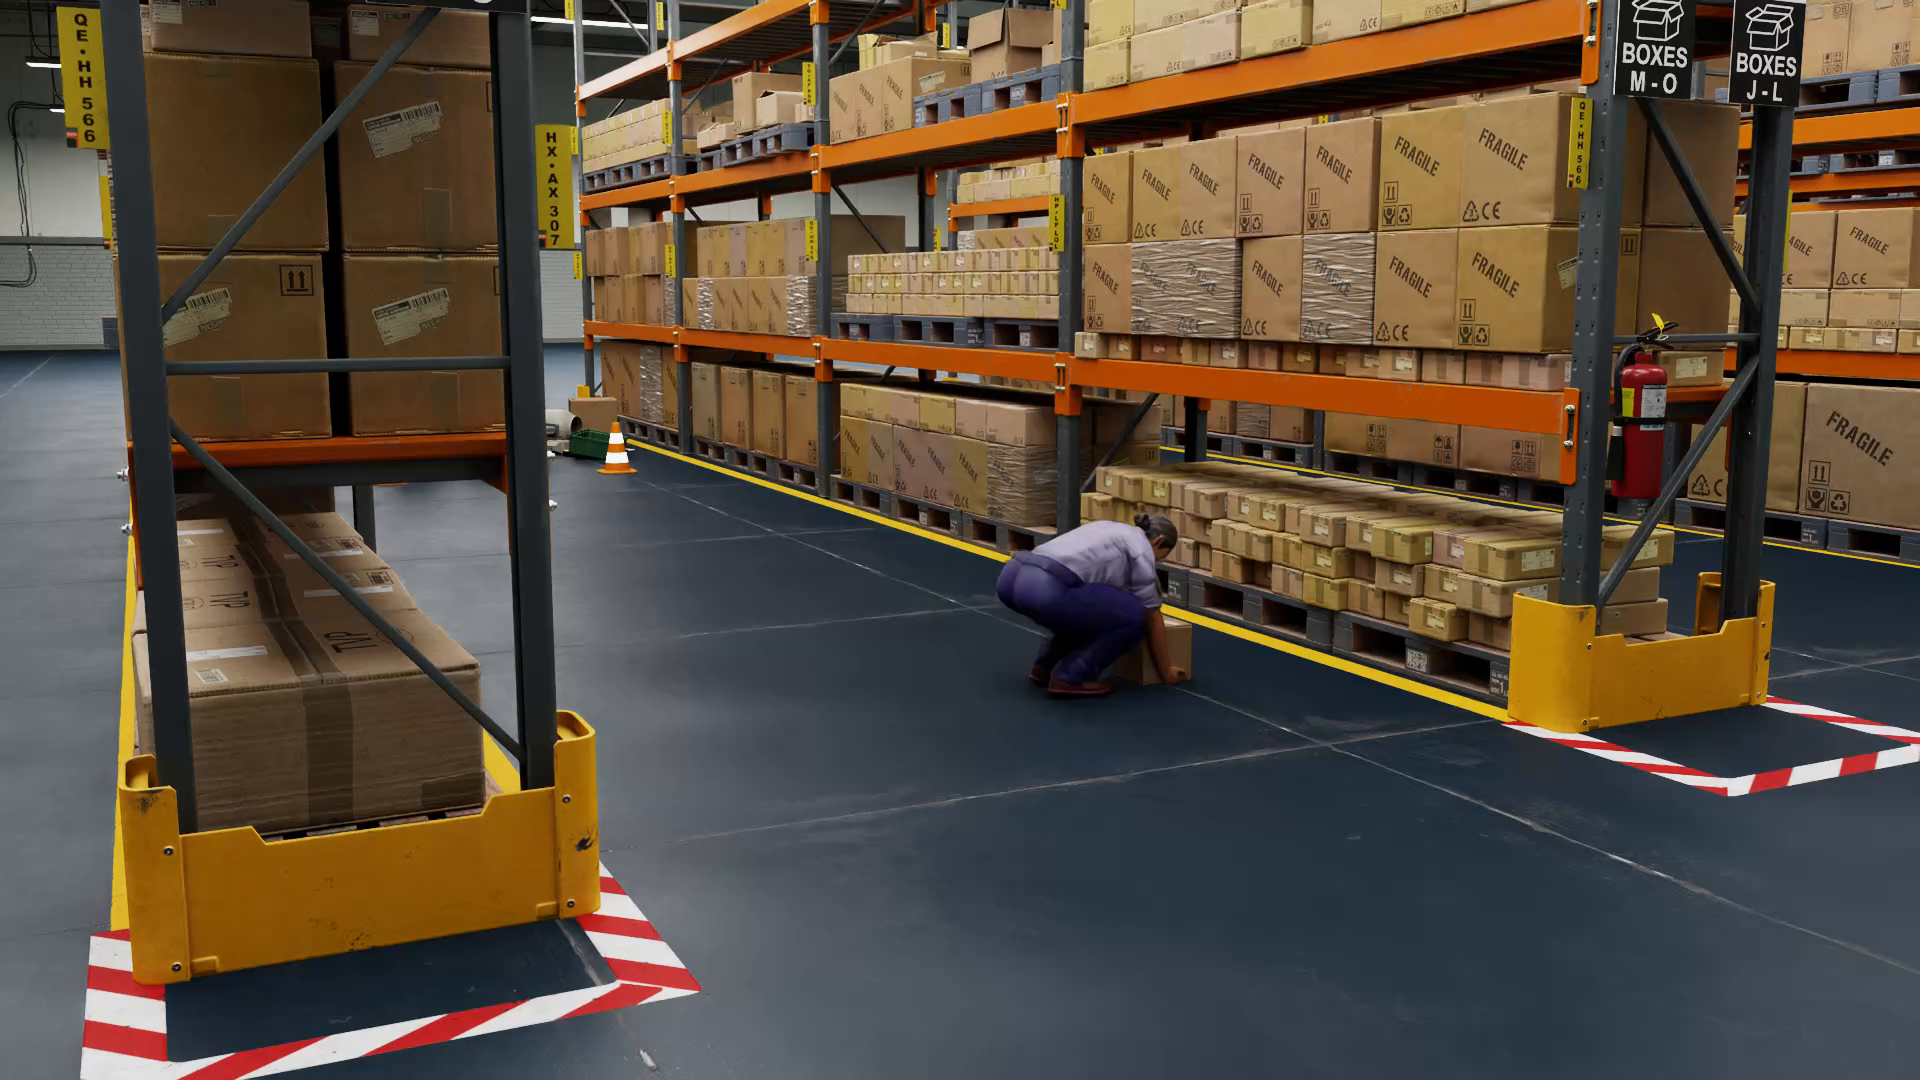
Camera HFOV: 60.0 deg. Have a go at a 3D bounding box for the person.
[{"bbox_3d":[0.582,0.278,7.175,0.878,0.755,0.496,-4,10,-27],"label":"person"}]
